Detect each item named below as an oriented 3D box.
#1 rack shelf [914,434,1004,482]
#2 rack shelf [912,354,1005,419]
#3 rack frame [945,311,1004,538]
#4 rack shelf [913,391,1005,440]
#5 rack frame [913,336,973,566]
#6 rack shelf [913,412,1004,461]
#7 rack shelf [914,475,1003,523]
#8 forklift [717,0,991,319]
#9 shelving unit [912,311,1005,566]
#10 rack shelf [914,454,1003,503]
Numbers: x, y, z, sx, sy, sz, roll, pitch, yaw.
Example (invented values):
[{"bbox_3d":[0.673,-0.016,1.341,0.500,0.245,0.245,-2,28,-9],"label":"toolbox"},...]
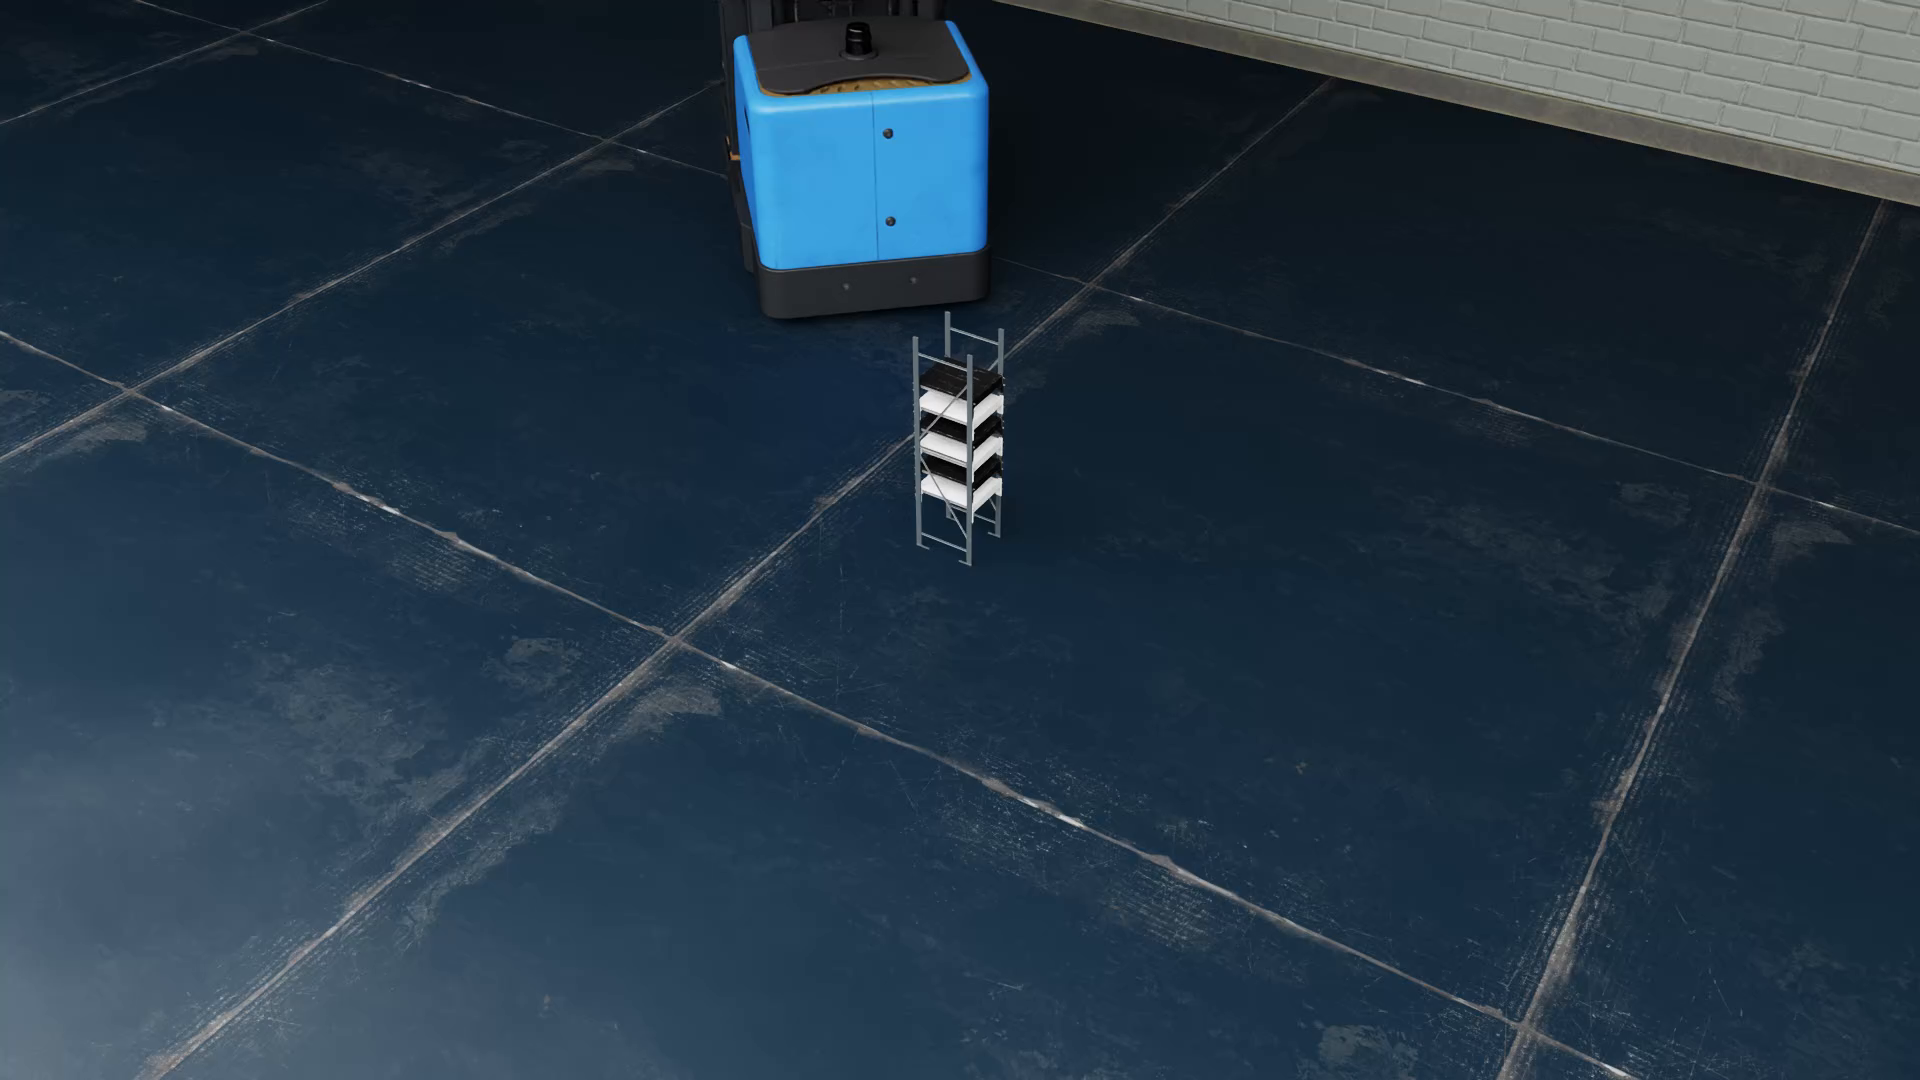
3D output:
[{"bbox_3d":[-0.004,-0.326,5.990,0.258,0.077,0.200,21,42,25],"label":"rack shelf"},{"bbox_3d":[-0.004,-0.540,5.825,0.258,0.077,0.200,21,42,25],"label":"rack shelf"},{"bbox_3d":[0.050,-0.405,6.038,0.240,0.900,0.006,21,42,25],"label":"rack frame"},{"bbox_3d":[-0.004,-0.468,5.880,0.258,0.077,0.200,21,42,25],"label":"rack shelf"},{"bbox_3d":[-0.059,-0.300,5.902,0.240,0.900,0.006,21,42,25],"label":"rack frame"},{"bbox_3d":[-0.004,-0.397,5.935,0.258,0.077,0.200,21,42,25],"label":"rack shelf"},{"bbox_3d":[-0.004,-0.183,6.100,0.258,0.077,0.200,21,42,25],"label":"rack shelf"},{"bbox_3d":[-0.649,-3.046,7.801,1.130,2.935,3.031,-7,38,-9],"label":"forklift"},{"bbox_3d":[-0.004,-0.352,5.970,0.258,0.900,0.210,21,42,25],"label":"shelving unit"},{"bbox_3d":[-0.004,-0.255,6.045,0.258,0.077,0.200,21,42,25],"label":"rack shelf"}]
